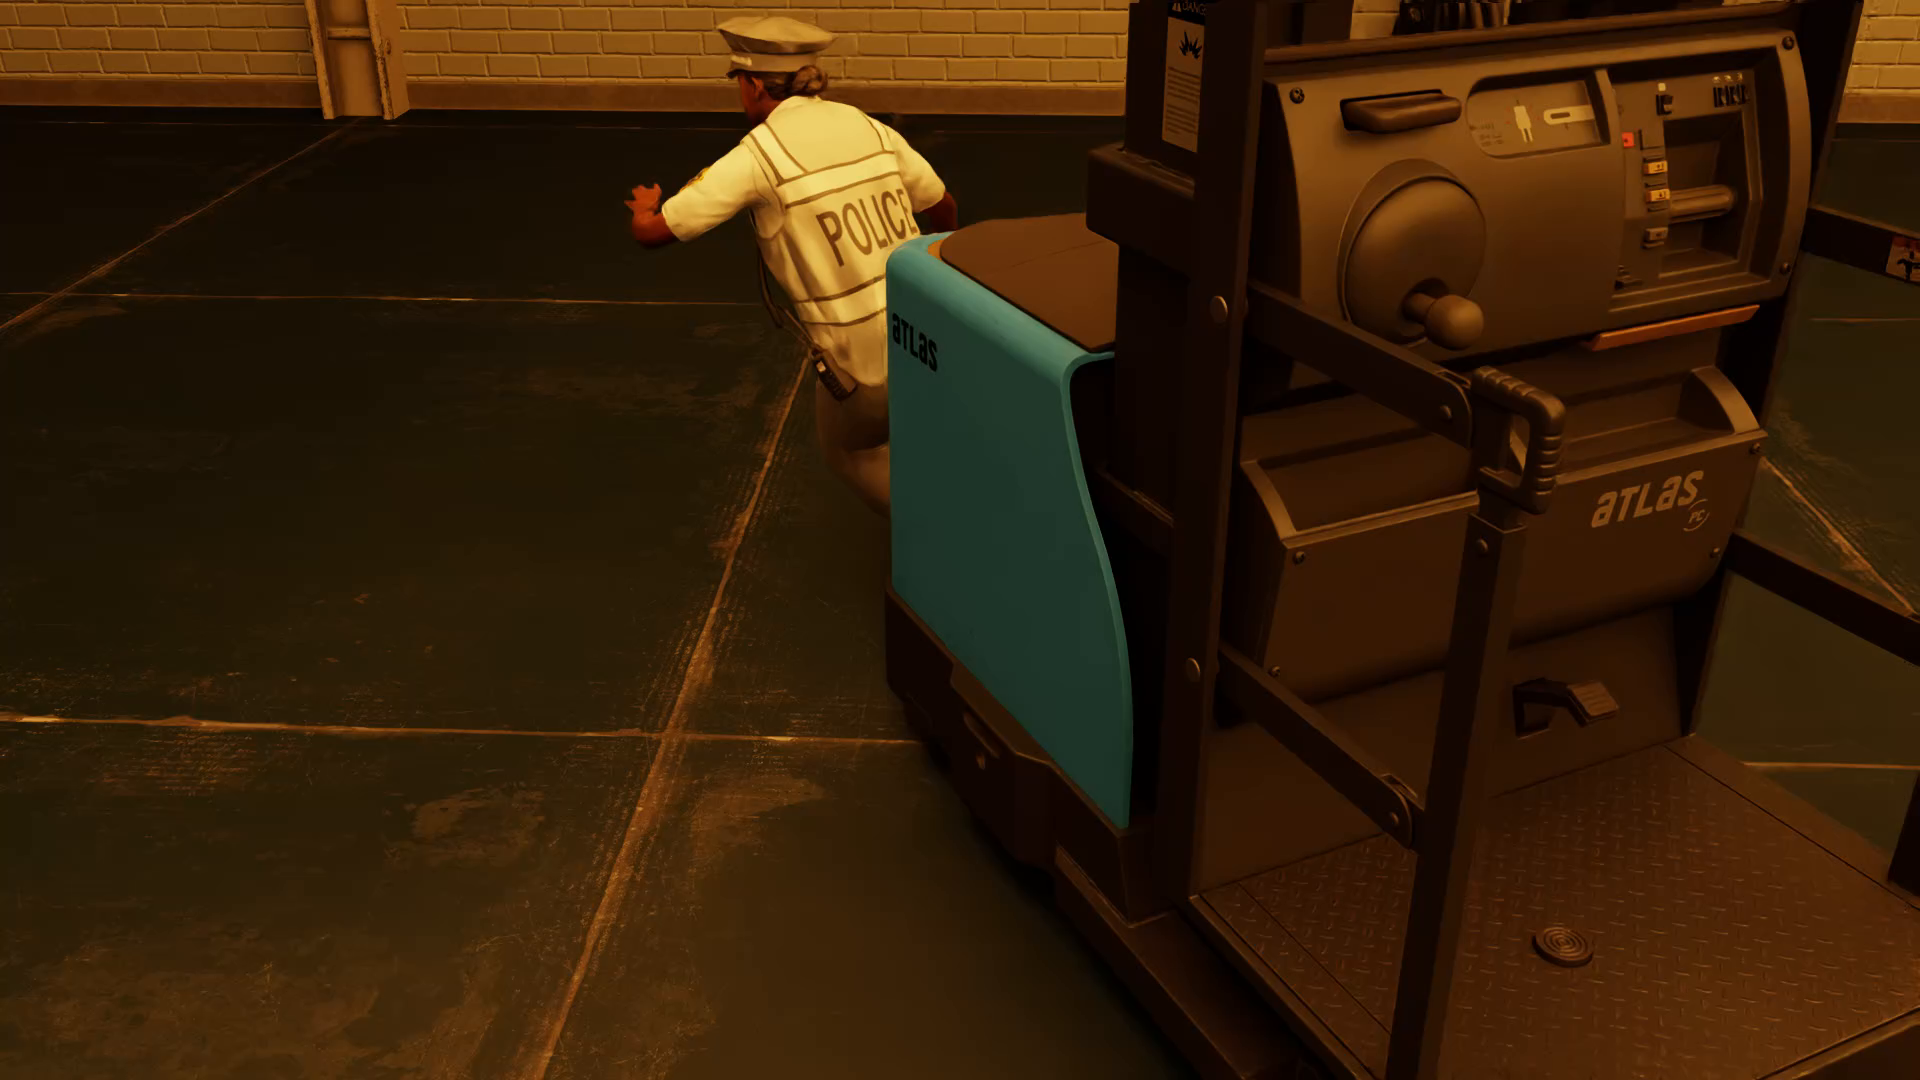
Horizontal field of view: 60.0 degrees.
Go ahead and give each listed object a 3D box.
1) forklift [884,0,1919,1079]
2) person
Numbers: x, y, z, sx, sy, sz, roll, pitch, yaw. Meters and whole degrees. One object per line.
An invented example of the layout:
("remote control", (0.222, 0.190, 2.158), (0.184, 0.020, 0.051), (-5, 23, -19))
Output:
("forklift", (0.929, -0.460, 2.141), (1.130, 2.935, 3.031), (-12, 29, -23))
("person", (-0.303, -0.562, 4.083), (0.886, 1.425, 0.983), (20, 32, 34))
